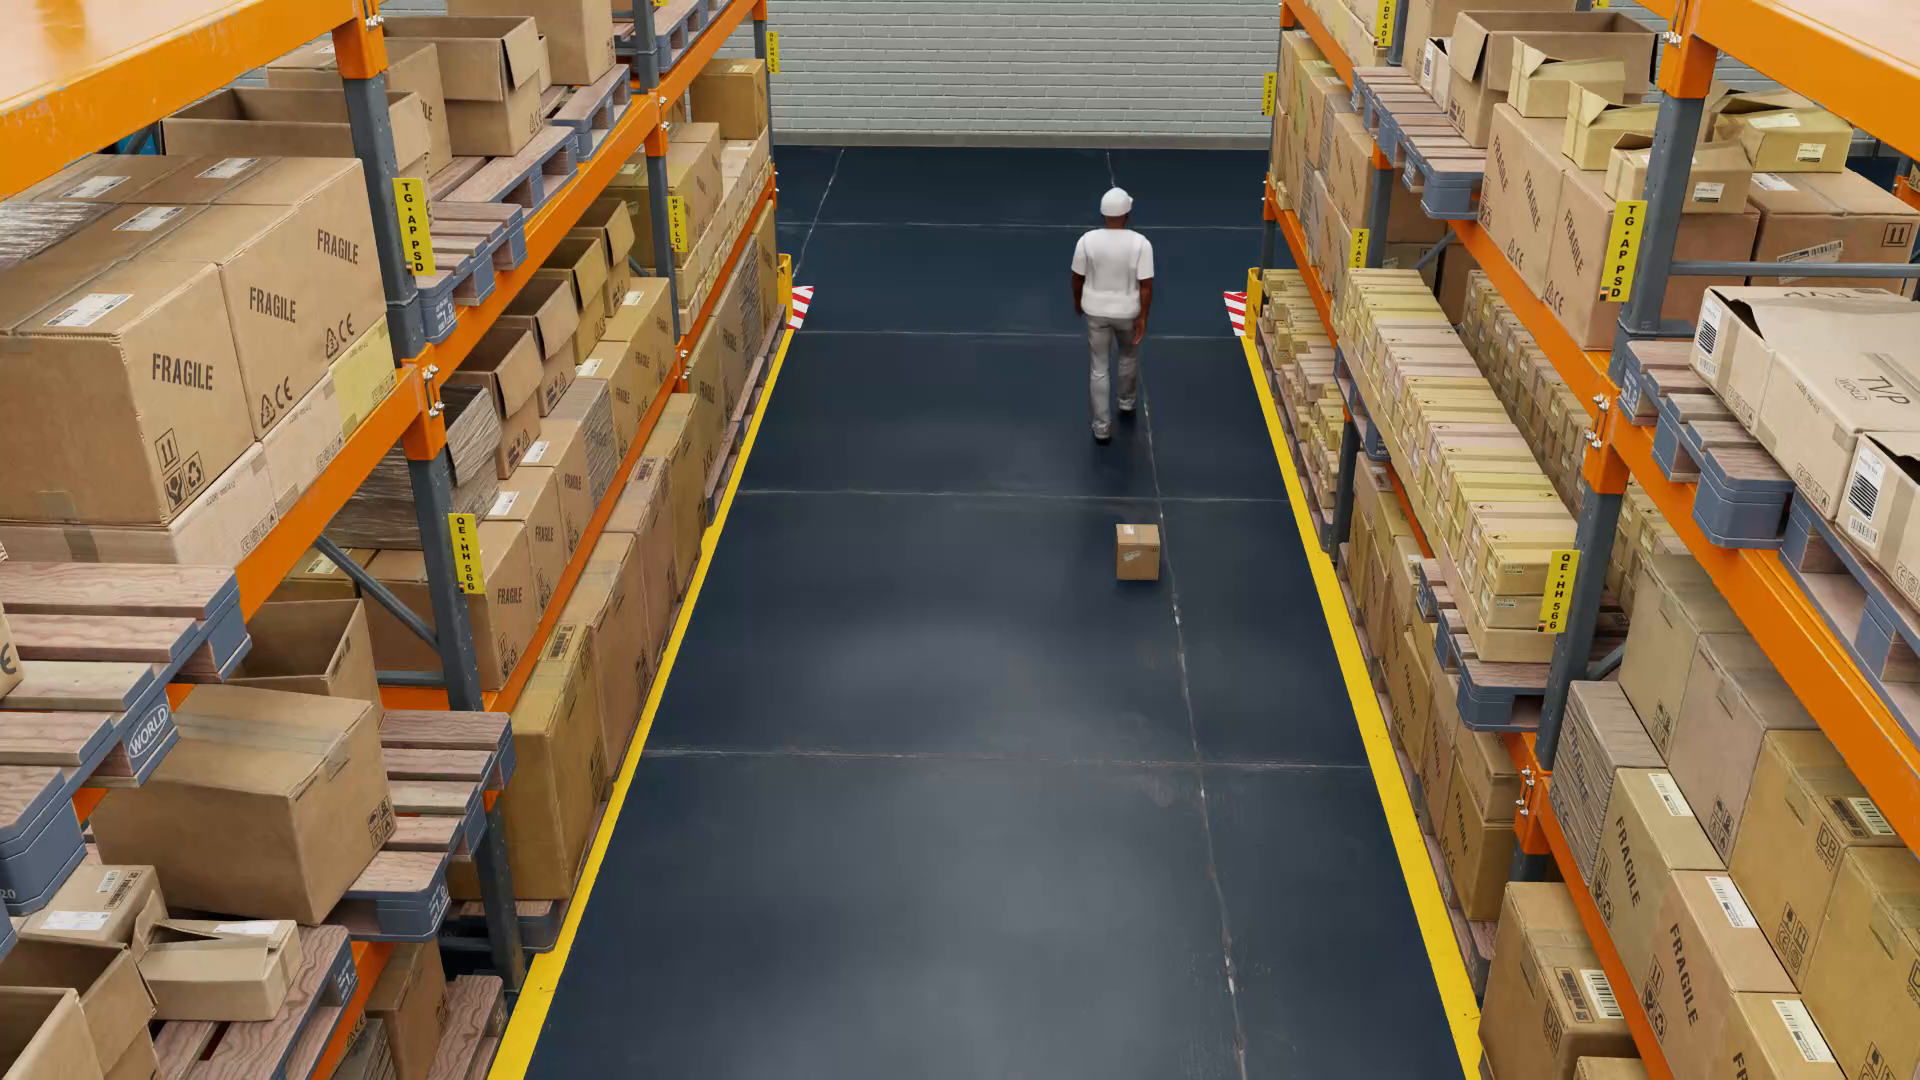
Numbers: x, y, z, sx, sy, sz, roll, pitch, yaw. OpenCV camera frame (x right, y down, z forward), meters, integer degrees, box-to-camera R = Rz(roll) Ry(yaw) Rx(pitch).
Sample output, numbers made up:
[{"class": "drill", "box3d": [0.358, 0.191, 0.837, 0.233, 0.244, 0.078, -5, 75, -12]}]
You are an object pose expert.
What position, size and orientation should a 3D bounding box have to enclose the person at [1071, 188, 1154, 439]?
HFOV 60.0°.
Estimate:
[{"class": "person", "box3d": [1.062, -1.624, 11.682, 0.570, 1.789, 0.805, 3, 28, 6]}]
